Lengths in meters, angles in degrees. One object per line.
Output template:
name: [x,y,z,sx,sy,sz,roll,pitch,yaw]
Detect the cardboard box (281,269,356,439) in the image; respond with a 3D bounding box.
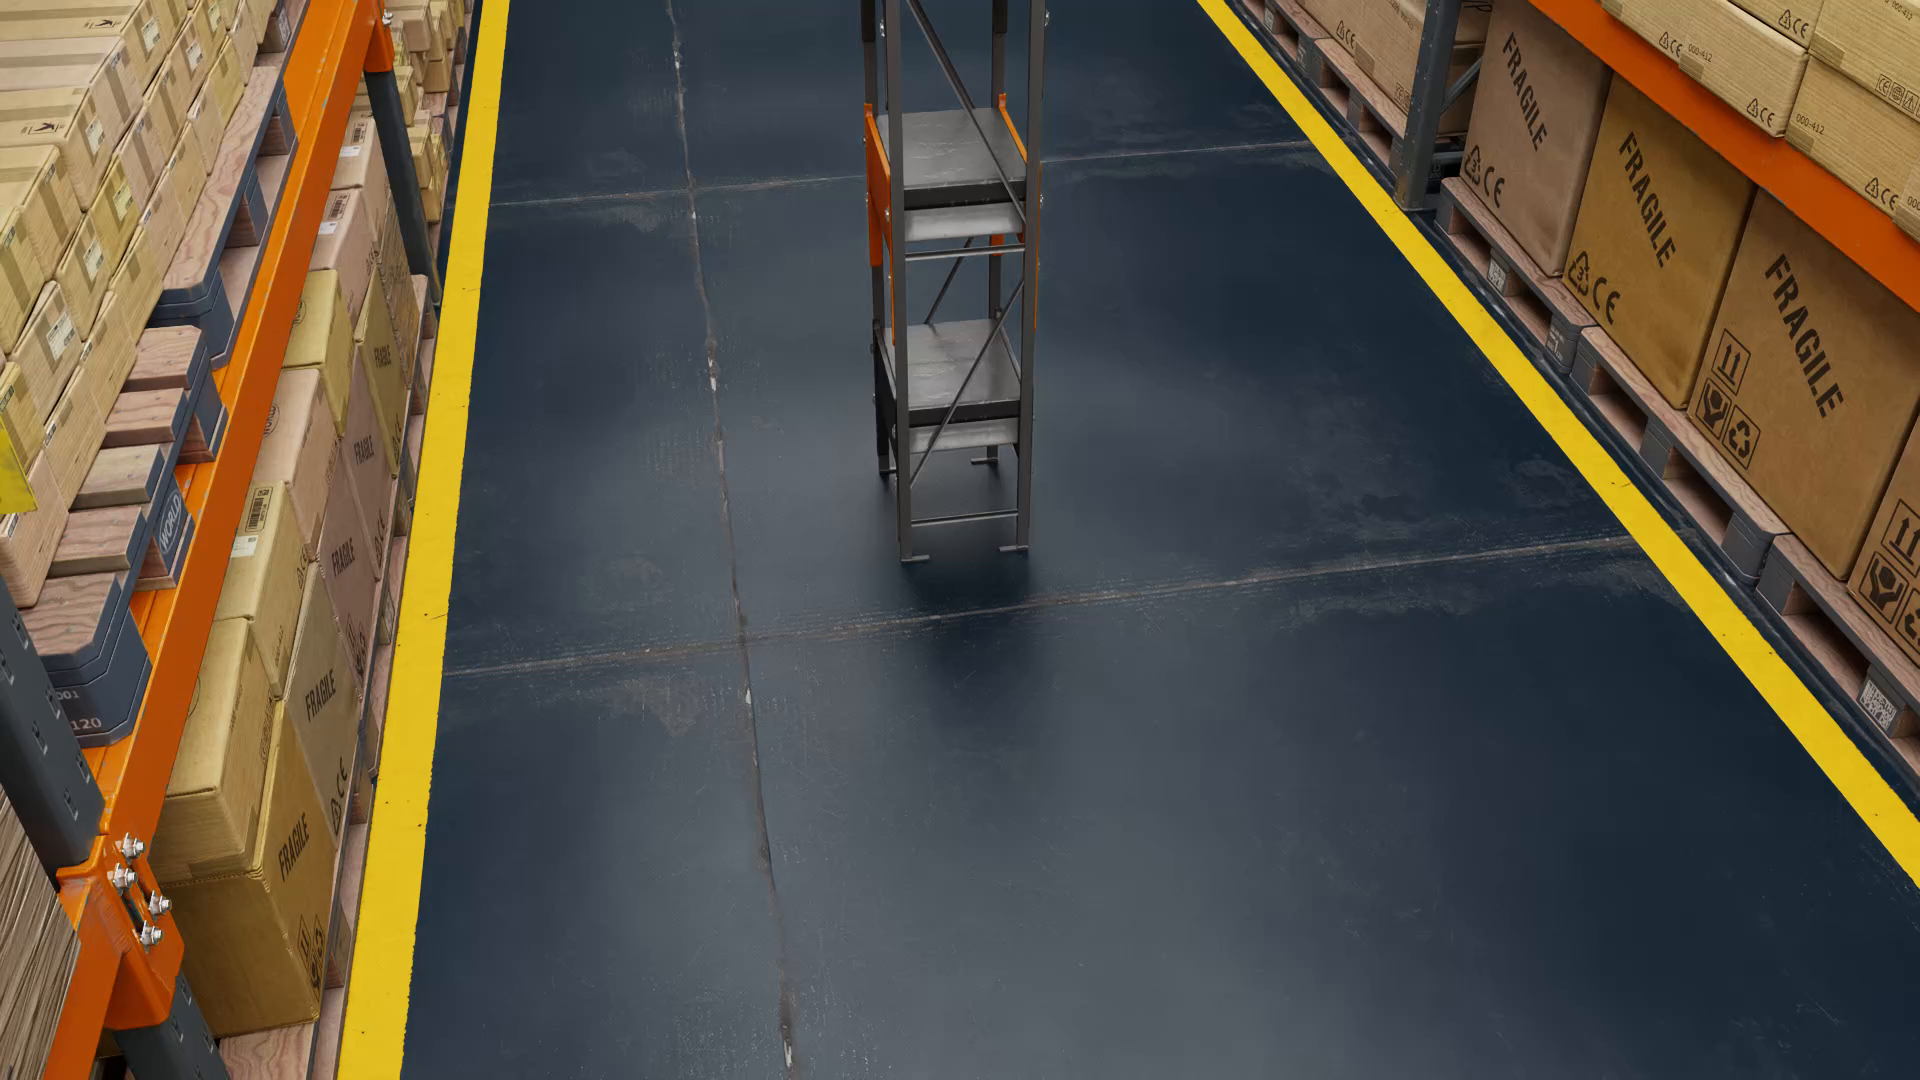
cardboard box: [-1.939,-0.482,4.510,0.500,0.250,0.500,-8,39,-10]

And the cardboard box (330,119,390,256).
cardboard box: [-2.123,-1.112,5.320,0.500,0.250,0.500,-7,38,-9]

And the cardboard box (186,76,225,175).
cardboard box: [-1.959,-0.960,3.904,0.380,0.149,0.250,-7,38,-9]

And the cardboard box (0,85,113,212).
cardboard box: [-1.825,-0.716,3.104,0.380,0.149,0.250,-8,39,-10]

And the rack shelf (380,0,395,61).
rack shelf: [-2.853,-2.984,7.232,1.077,0.370,4.000,-6,38,-8]

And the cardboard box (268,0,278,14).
cardboard box: [-2.150,-1.600,4.727,0.380,0.149,0.250,-6,38,-8]

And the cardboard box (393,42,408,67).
cardboard box: [-2.441,-1.885,6.728,0.380,0.149,0.250,-7,38,-9]

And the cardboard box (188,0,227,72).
cardboard box: [-2.003,-1.229,4.007,0.380,0.149,0.250,-6,38,-8]

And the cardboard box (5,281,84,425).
cardboard box: [-1.738,-0.305,2.818,0.380,0.149,0.250,-4,38,-6]

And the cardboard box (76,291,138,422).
cardboard box: [-1.775,-0.327,3.089,0.380,0.149,0.250,-4,38,-6]

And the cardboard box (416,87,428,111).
cardboard box: [-2.485,-1.807,7.113,0.380,0.149,0.250,-7,38,-9]

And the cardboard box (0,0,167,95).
cardboard box: [-1.923,-1.039,3.520,0.380,0.149,0.250,-5,38,-7]

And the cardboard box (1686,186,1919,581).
cardboard box: [2.863,-0.529,4.876,0.875,0.875,0.875,-6,38,-7]

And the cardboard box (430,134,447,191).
cardboard box: [-2.296,-1.515,6.737,0.380,0.149,0.250,-5,38,-7]

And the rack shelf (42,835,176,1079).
rack shelf: [-1.450,1.848,1.012,1.077,0.370,4.000,-6,38,-8]

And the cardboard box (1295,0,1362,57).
cardboard box: [2.192,-2.739,8.076,0.875,0.438,0.875,-7,38,-9]

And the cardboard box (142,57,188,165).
cardboard box: [-1.915,-0.919,3.608,0.380,0.149,0.250,-7,38,-8]

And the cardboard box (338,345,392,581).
cardboard box: [-1.949,-0.198,4.756,0.500,0.500,0.500,-7,38,-9]

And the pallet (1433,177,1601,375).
pallet: [2.563,-1.094,6.486,1.003,0.211,1.213,-6,38,-8]

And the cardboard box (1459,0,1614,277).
cardboard box: [2.541,-1.614,6.272,0.875,0.875,0.875,-5,38,-7]

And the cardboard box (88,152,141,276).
cardboard box: [-1.832,-0.618,3.221,0.380,0.149,0.250,-6,38,-8]

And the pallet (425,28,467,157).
pallet: [-2.872,-2.099,7.780,1.003,0.211,1.213,-6,38,-8]

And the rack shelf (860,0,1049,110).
rack shelf: [-0.029,-1.471,4.313,0.431,0.518,0.480,-6,38,-8]

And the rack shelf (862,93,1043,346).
rack shelf: [-0.029,-0.918,4.743,0.431,0.518,0.480,-6,38,-8]

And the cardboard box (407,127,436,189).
cardboard box: [-2.251,-1.471,6.437,0.380,0.149,0.250,-5,38,-6]

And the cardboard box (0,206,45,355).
cardboard box: [-1.741,-0.407,2.707,0.380,0.149,0.250,-7,38,-9]

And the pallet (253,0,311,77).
pallet: [-2.511,-1.507,4.901,1.003,0.211,1.213,-6,38,-8]

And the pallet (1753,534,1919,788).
pallet: [2.991,0.380,4.589,1.003,0.211,1.213,-6,38,-8]

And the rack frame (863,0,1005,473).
rack frame: [-0.072,-1.077,4.924,0.400,2.100,0.015,-6,38,-8]

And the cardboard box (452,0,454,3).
cardboard box: [-2.607,-2.563,7.843,0.380,0.149,0.250,-4,38,-6]

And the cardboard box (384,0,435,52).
cardboard box: [-2.474,-2.203,7.137,0.380,0.149,0.250,-5,38,-7]

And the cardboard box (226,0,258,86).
cardboard box: [-2.052,-1.281,4.317,0.380,0.149,0.250,-8,39,-10]

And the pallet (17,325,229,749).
pallet: [-2.031,0.013,2.945,1.213,0.211,1.003,-6,38,-8]

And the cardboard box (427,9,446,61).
cardboard box: [-2.513,-2.248,7.438,0.380,0.149,0.250,-7,38,-8]

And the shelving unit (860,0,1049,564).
shelving unit: [-0.029,-0.929,4.735,0.431,2.100,0.503,-6,38,-8]

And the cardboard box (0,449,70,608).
cardboard box: [-1.681,-0.002,2.671,0.380,0.149,0.250,-7,38,-9]

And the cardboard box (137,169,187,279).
cardboard box: [-1.873,-0.651,3.505,0.380,0.149,0.250,-5,38,-6]

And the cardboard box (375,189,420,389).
cardboard box: [-2.124,-0.819,5.554,0.500,0.500,0.500,-7,38,-9]

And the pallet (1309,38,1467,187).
pallet: [2.297,-2.020,7.678,1.003,0.211,1.213,-6,38,-8]

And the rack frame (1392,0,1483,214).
rack frame: [2.354,-2.653,6.220,1.000,3.000,0.127,-6,38,-8]

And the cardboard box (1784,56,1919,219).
cardboard box: [2.533,-1.068,4.302,0.500,0.250,0.500,-7,38,-8]

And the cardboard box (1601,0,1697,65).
cardboard box: [2.337,-1.676,5.085,0.500,0.250,0.500,-7,38,-8]

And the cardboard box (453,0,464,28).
cardboard box: [-2.637,-2.612,8.149,0.380,0.149,0.250,-8,39,-10]

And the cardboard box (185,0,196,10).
cardboard box: [-2.012,-1.353,3.924,0.380,0.149,0.250,-8,39,-10]

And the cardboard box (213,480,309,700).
cardboard box: [-1.772,0.133,3.718,0.500,0.250,0.500,-7,38,-9]

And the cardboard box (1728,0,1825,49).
cardboard box: [2.425,-1.571,4.541,0.500,0.250,0.500,-7,38,-9]

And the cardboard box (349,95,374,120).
cardboard box: [-2.359,-1.565,6.316,0.380,0.149,0.250,-5,38,-6]

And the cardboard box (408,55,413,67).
cardboard box: [-2.506,-1.920,7.016,0.380,0.149,0.250,-8,39,-10]

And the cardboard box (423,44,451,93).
cardboard box: [-2.517,-2.134,7.533,0.380,0.149,0.250,-7,38,-9]

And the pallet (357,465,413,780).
pallet: [-2.147,0.250,4.756,1.003,0.211,1.213,-6,38,-8]

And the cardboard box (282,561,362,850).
cardboard box: [-1.765,0.420,3.960,0.500,0.500,0.500,-6,38,-7]
